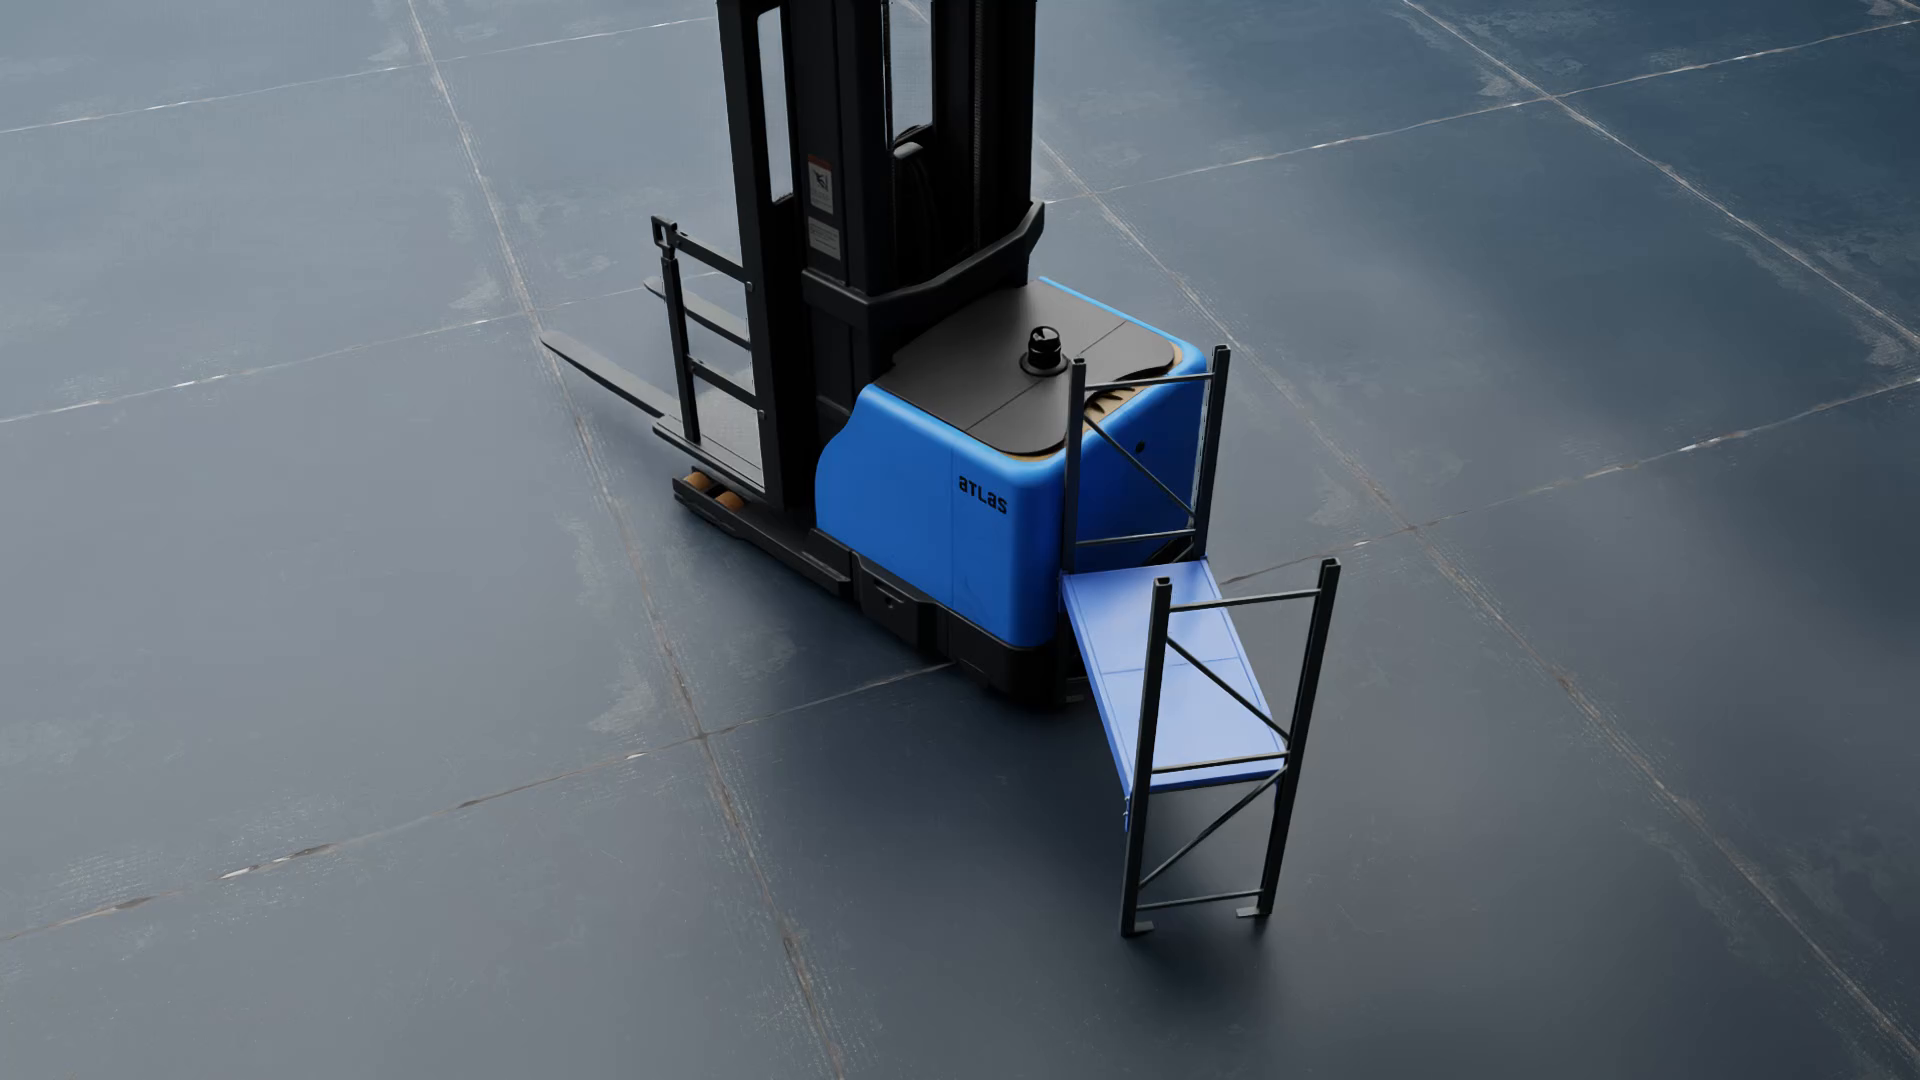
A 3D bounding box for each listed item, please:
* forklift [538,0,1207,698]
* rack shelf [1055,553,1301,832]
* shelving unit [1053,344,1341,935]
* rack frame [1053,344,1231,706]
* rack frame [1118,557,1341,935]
[{"bbox_3d":[-0.544,-1.369,6.094,3.031,2.935,1.130,30,49,30],"label":"forklift"},{"bbox_3d":[0.671,0.460,5.340,0.538,0.185,1.000,-6,41,-7],"label":"rack shelf"},{"bbox_3d":[0.671,0.324,5.223,0.538,1.500,1.048,-6,41,-7],"label":"shelving unit"},{"bbox_3d":[0.588,-0.003,5.603,0.500,1.500,0.032,-6,41,-7],"label":"rack frame"},{"bbox_3d":[0.754,0.651,4.843,0.500,1.500,0.032,-6,41,-7],"label":"rack frame"}]
